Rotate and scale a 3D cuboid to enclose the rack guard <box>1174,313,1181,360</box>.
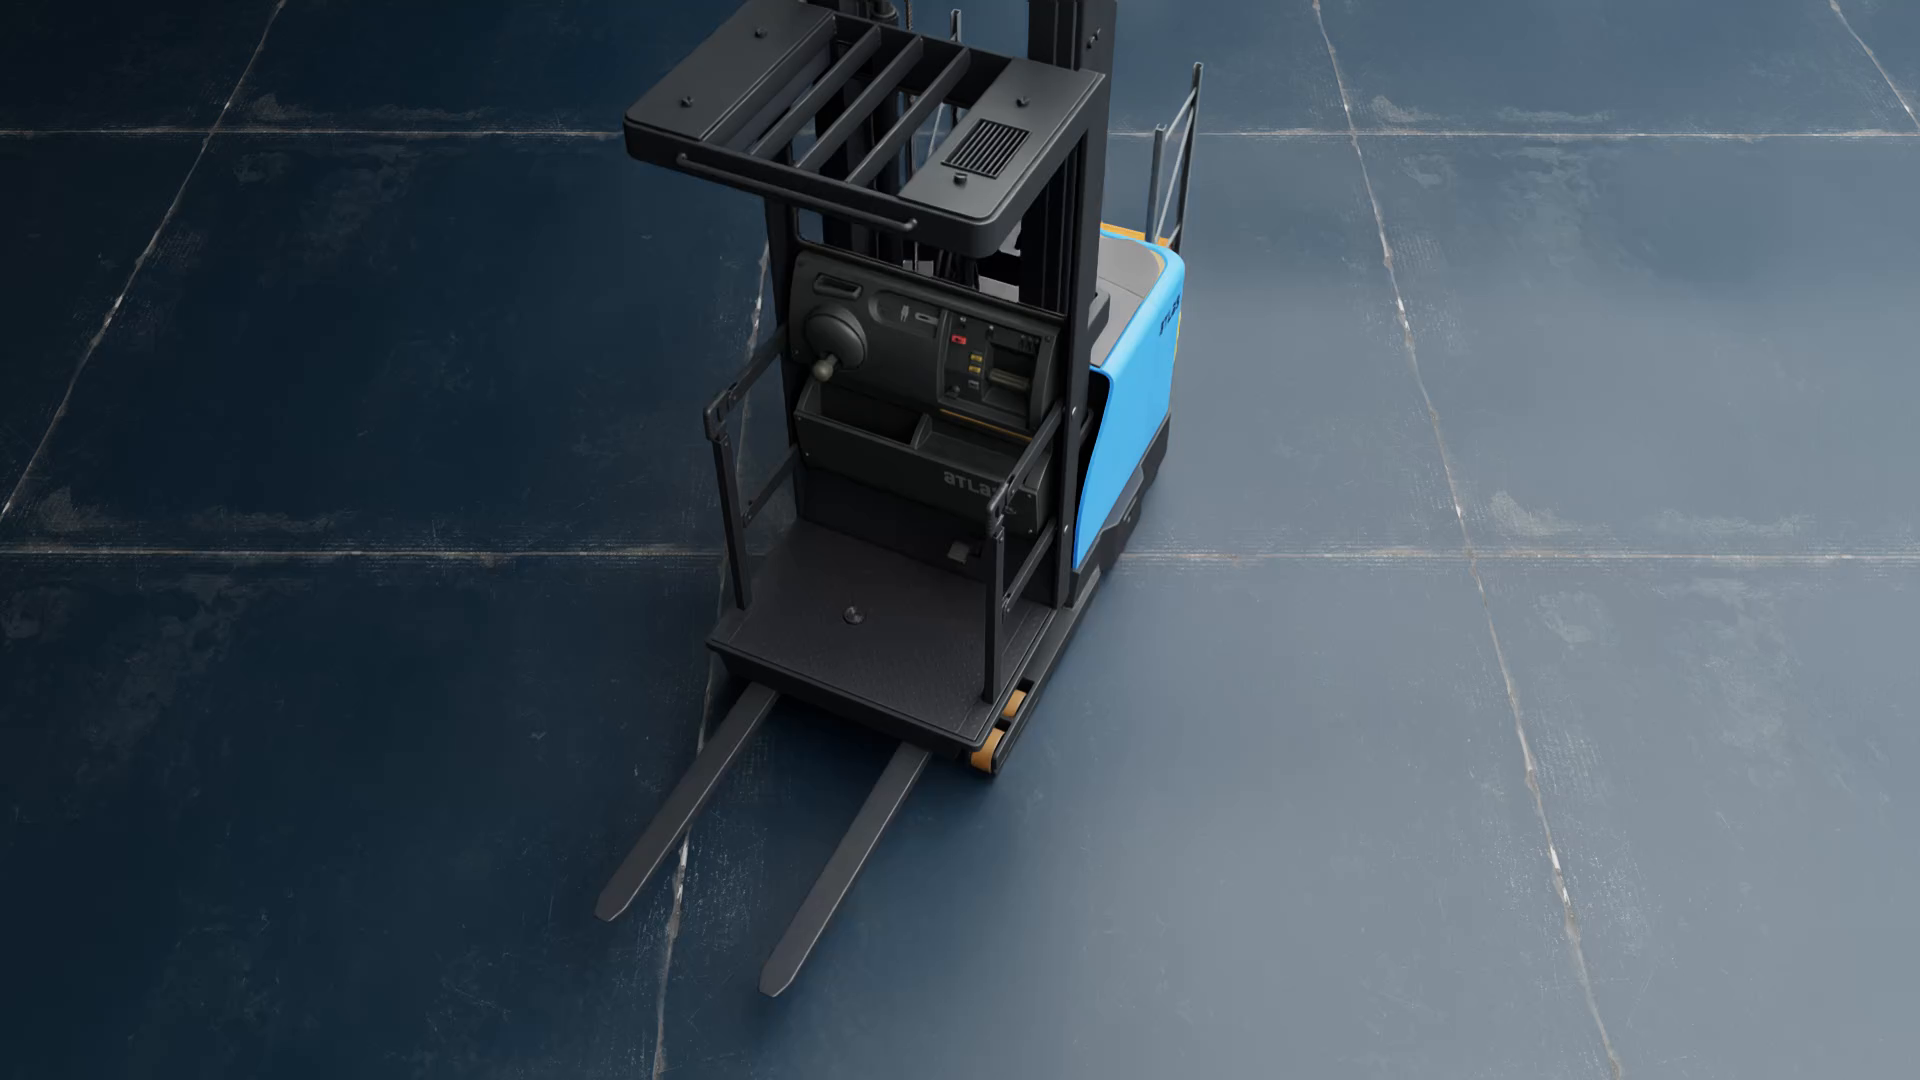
[{"bbox_3d":[0.828,-0.737,7.265,0.087,0.250,0.587,17,49,15],"label":"rack guard"}]

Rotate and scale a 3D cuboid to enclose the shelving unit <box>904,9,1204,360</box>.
[{"bbox_3d":[0.369,-1.305,6.941,1.083,1.500,0.587,17,49,15],"label":"shelving unit"}]

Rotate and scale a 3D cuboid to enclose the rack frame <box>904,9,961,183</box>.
[{"bbox_3d":[-0.107,-1.454,7.079,0.032,1.500,0.500,17,49,15],"label":"rack frame"}]

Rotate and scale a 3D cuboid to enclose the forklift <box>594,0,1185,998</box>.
[{"bbox_3d":[-0.222,-0.538,5.248,1.130,2.935,3.031,19,50,17],"label":"forklift"}]

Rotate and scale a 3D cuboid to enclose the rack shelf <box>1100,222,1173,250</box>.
[{"bbox_3d":[0.361,-1.186,7.075,1.000,0.185,0.538,17,49,15],"label":"rack shelf"}]

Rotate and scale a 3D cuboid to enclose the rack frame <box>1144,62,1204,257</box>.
[{"bbox_3d":[0.829,-1.162,6.807,0.032,1.500,0.500,17,49,15],"label":"rack frame"}]
